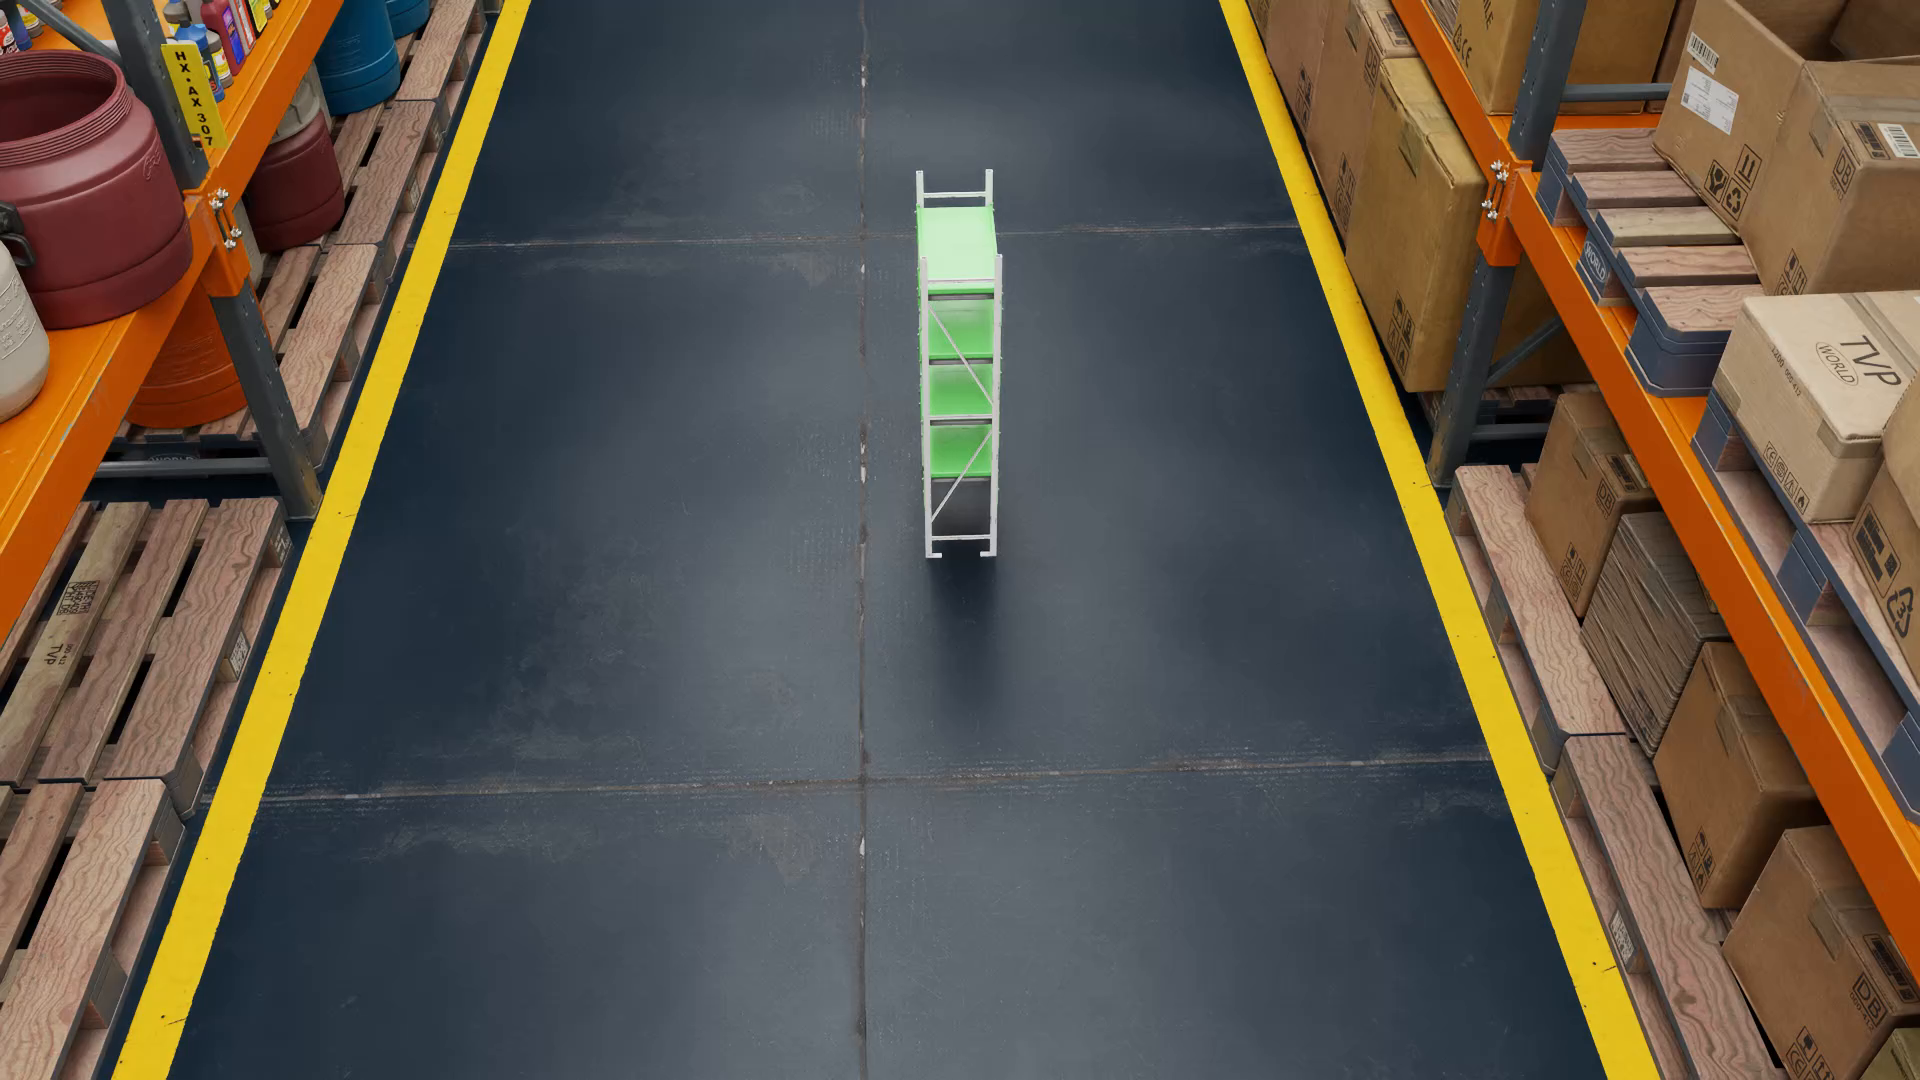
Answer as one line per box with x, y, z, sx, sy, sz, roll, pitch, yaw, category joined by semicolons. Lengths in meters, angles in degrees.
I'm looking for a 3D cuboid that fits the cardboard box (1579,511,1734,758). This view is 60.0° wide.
2.275;0.244;4.788;0.700;0.500;0.500;-5;43;-5;cardboard box

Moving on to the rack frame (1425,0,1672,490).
2.191;-1.341;4.993;1.000;3.000;0.127;-2;43;-2;rack frame

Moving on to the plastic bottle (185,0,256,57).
-2.473;-1.767;5.549;0.152;0.276;0.135;-2;43;-2;plastic bottle

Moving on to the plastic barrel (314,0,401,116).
-2.892;-2.435;7.428;0.600;0.901;0.708;-2;43;-2;plastic barrel

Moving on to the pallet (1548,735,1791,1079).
2.271;1.036;4.463;1.003;0.211;1.213;-2;43;-2;pallet

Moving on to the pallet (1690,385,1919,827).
2.316;0.065;3.601;1.003;0.211;1.213;-2;43;-2;pallet

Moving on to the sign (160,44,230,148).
-2.209;-1.279;4.805;0.100;0.325;0.005;-2;43;-2;sign

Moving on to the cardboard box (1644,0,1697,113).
2.442;-1.714;5.326;0.500;0.500;0.500;0;43;-1;cardboard box

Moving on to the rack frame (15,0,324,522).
-2.758;-1.199;4.838;1.000;3.000;0.127;-2;43;-2;rack frame

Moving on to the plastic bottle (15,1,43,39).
-3.210;-1.818;5.660;0.097;0.201;0.097;0;43;0;plastic bottle

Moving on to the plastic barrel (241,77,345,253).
-2.844;-1.557;6.702;0.600;0.588;0.708;-2;43;-2;plastic barrel

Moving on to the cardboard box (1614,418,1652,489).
2.249;-0.407;4.943;0.500;0.250;0.500;0;43;0;cardboard box

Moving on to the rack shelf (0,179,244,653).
-2.673;0.417;3.608;1.077;0.370;4.000;-2;43;-2;rack shelf

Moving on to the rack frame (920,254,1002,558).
0.003;-0.389;5.287;0.240;1.200;0.015;-2;43;-2;rack frame

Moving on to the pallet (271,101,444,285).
-2.882;-1.523;7.256;1.003;0.211;1.213;-2;43;-2;pallet

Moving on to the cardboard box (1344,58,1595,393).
2.182;-1.179;6.078;1.225;0.875;0.875;-3;43;-4;cardboard box

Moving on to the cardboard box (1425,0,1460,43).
1.907;-2.040;5.682;0.500;0.500;0.500;-2;43;-2;cardboard box

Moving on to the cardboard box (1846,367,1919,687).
2.195;-0.001;3.144;0.797;0.503;0.637;2;43;3;cardboard box

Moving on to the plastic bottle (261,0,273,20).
-2.456;-1.908;5.759;0.097;0.201;0.097;0;43;0;plastic bottle

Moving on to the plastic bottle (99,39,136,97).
-2.605;-1.450;5.204;0.152;0.276;0.135;-2;43;-2;plastic bottle

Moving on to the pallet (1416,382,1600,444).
2.232;-0.847;6.518;1.003;0.211;1.213;-2;43;-2;pallet

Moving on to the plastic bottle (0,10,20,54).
-3.202;-1.686;5.517;0.097;0.201;0.097;0;43;0;plastic bottle

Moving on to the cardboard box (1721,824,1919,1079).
2.330;1.004;3.960;0.700;0.500;0.500;-5;43;-5;cardboard box

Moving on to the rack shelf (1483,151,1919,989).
2.276;0.275;3.763;1.077;0.370;4.000;-2;43;-2;rack shelf

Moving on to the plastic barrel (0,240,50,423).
-2.501;-0.552;4.049;0.421;0.512;0.421;0;43;0;plastic barrel

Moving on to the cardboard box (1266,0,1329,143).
2.107;-2.378;7.386;1.225;0.875;0.875;-3;43;-3;cardboard box

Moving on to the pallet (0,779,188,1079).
-2.715;1.175;4.312;1.003;0.211;1.213;-2;43;-2;pallet

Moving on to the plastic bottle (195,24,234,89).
-2.435;-1.572;5.392;0.097;0.201;0.097;0;43;0;plastic bottle

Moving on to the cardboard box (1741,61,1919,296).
2.377;-0.795;4.013;0.700;0.500;0.500;4;43;5;cardboard box

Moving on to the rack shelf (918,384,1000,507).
-0.007;-0.330;5.672;0.258;0.148;0.480;-2;43;-2;rack shelf

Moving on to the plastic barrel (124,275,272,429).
-2.796;-0.883;5.789;0.600;0.830;0.708;-2;43;-2;plastic barrel

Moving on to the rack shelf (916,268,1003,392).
-0.007;-0.684;5.348;0.258;0.148;0.480;-2;43;-2;rack shelf

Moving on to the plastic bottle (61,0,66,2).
-3.223;-2.015;5.875;0.097;0.201;0.097;0;43;0;plastic bottle

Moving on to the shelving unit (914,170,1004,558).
-0.007;-0.554;5.466;0.258;1.200;0.503;-2;43;-2;shelving unit

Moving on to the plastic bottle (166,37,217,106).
-2.453;-1.454;5.209;0.152;0.276;0.135;-2;43;-2;plastic bottle
